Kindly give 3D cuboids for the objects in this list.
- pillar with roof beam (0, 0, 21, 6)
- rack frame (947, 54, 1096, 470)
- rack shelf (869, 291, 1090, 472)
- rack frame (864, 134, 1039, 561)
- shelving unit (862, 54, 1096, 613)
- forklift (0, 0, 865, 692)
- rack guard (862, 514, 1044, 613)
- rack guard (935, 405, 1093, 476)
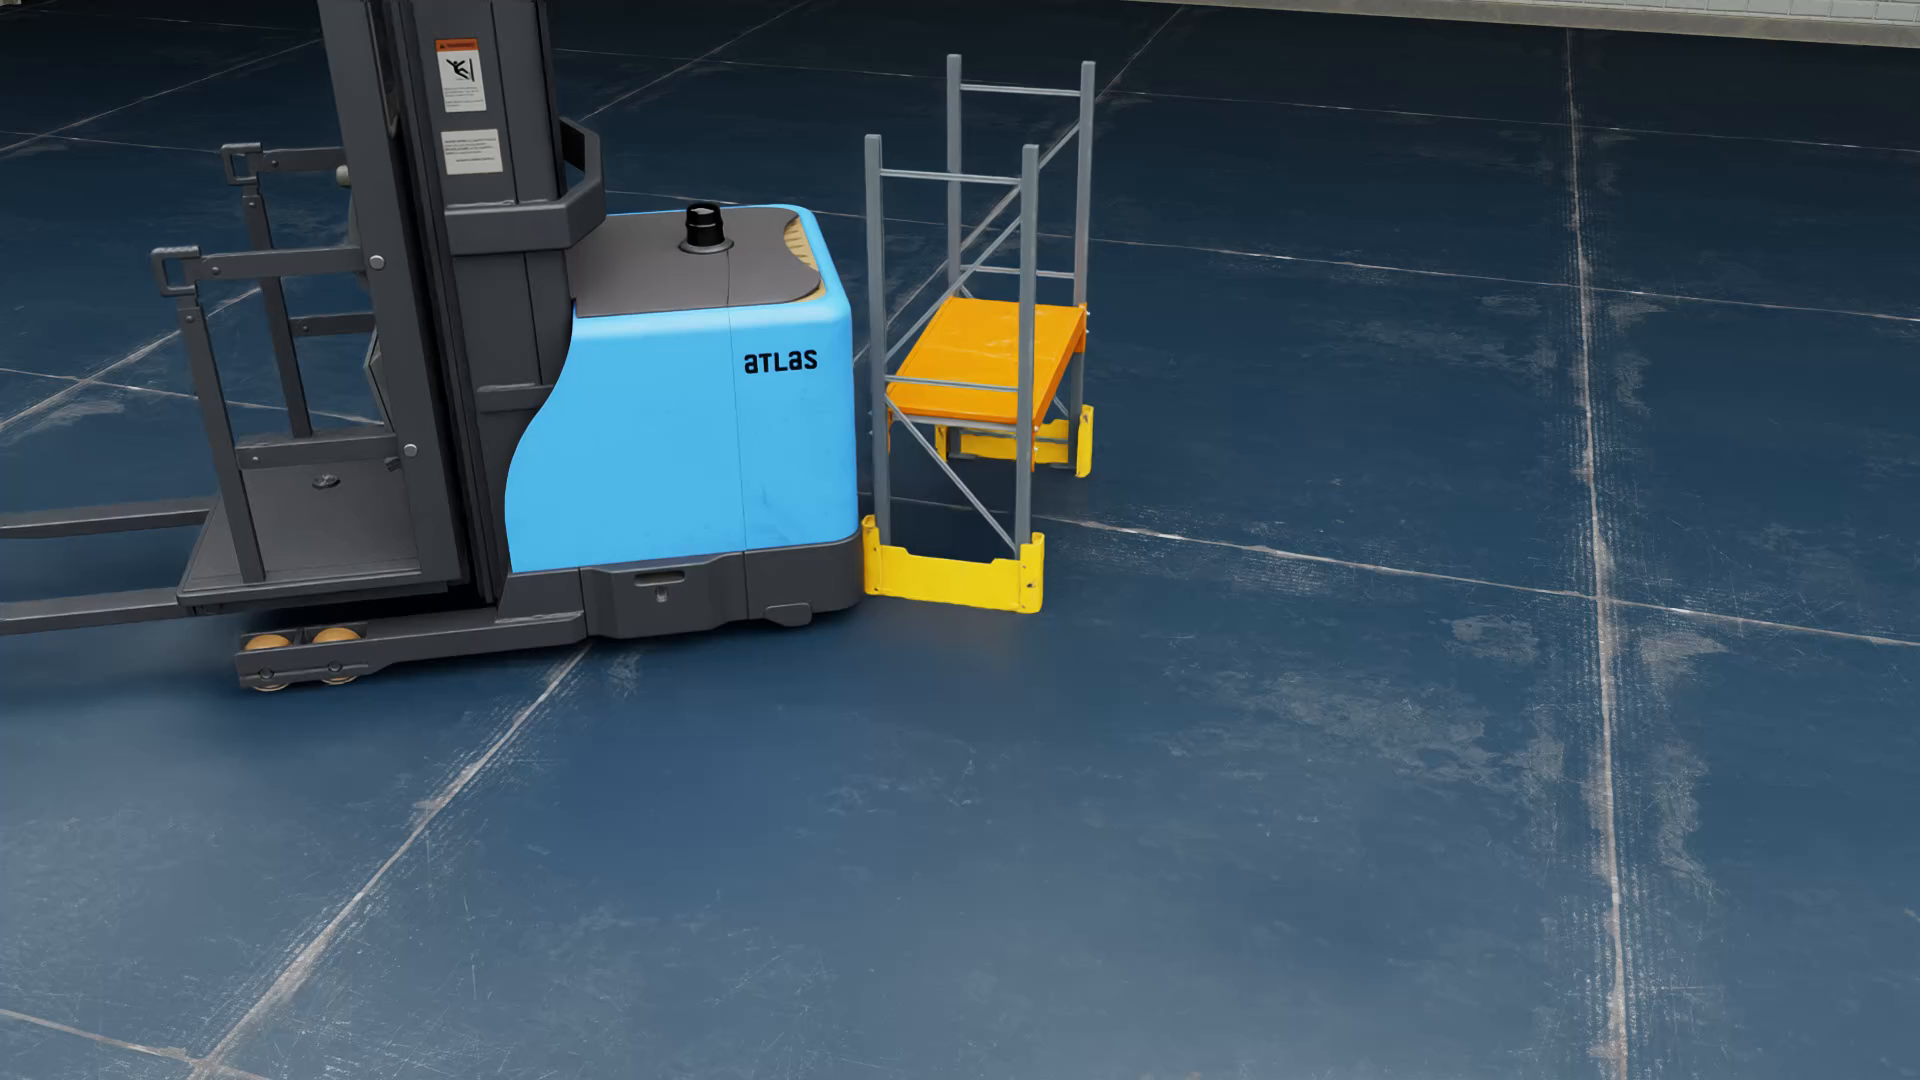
[{"bbox_3d":[-3.818,-7.673,10.286,9.100,9.000,0.400,8,30,15],"label":"pillar with roof beam"},{"bbox_3d":[0.203,-0.952,5.918,0.500,1.500,0.032,6,30,11],"label":"rack frame"},{"bbox_3d":[0.089,-0.554,5.573,0.538,0.185,1.000,6,30,11],"label":"rack shelf"},{"bbox_3d":[-0.026,-0.470,5.052,0.500,1.500,0.032,6,30,11],"label":"rack frame"},{"bbox_3d":[0.087,-0.707,5.478,0.587,1.500,1.083,6,30,11],"label":"shelving unit"},{"bbox_3d":[-1.873,-1.111,4.732,3.031,2.935,1.130,-6,30,-10],"label":"forklift"},{"bbox_3d":[-0.025,0.075,5.357,0.587,0.250,0.087,6,30,11],"label":"rack guard"},{"bbox_3d":[0.199,-0.396,6.205,0.587,0.250,0.087,6,30,11],"label":"rack guard"}]
